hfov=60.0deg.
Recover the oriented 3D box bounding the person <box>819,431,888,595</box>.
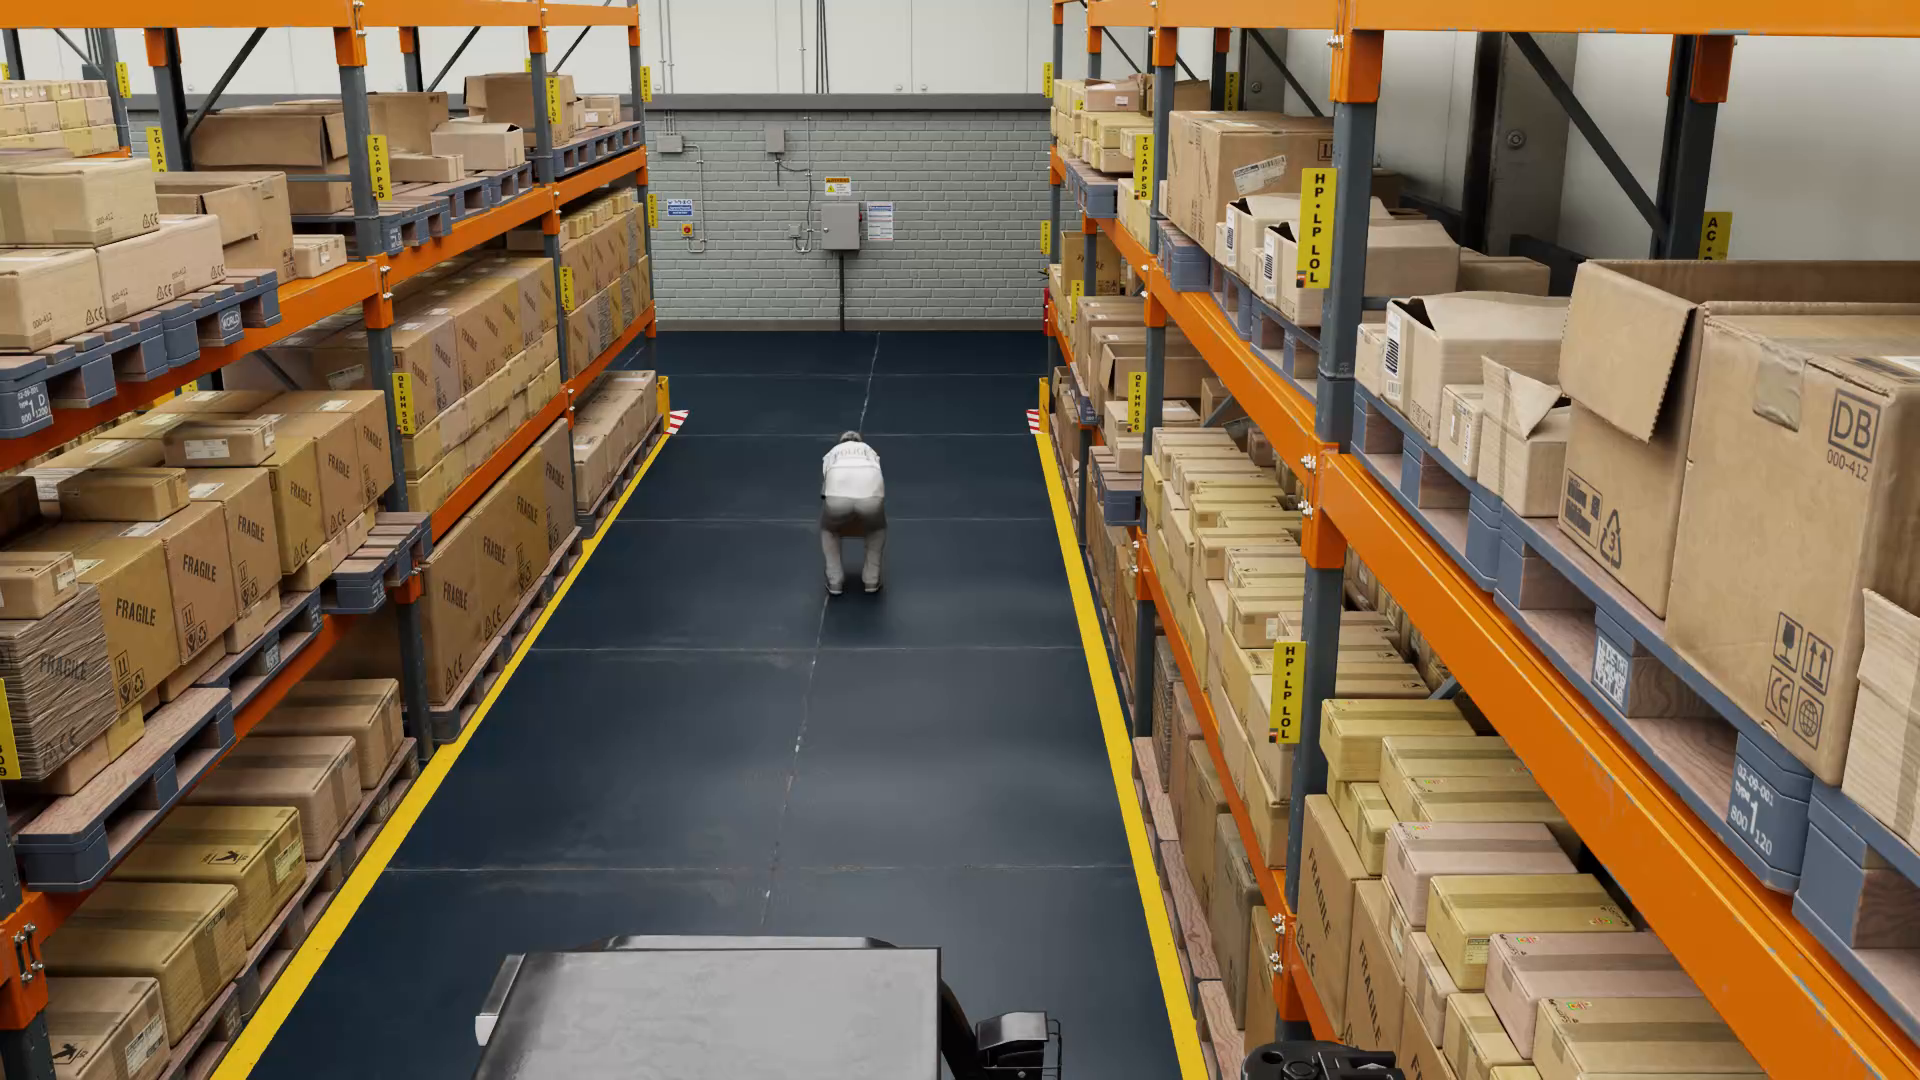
[{"bbox_3d":[-0.780,-0.189,12.158,0.499,1.073,0.932,-1,17,-3],"label":"person"}]
